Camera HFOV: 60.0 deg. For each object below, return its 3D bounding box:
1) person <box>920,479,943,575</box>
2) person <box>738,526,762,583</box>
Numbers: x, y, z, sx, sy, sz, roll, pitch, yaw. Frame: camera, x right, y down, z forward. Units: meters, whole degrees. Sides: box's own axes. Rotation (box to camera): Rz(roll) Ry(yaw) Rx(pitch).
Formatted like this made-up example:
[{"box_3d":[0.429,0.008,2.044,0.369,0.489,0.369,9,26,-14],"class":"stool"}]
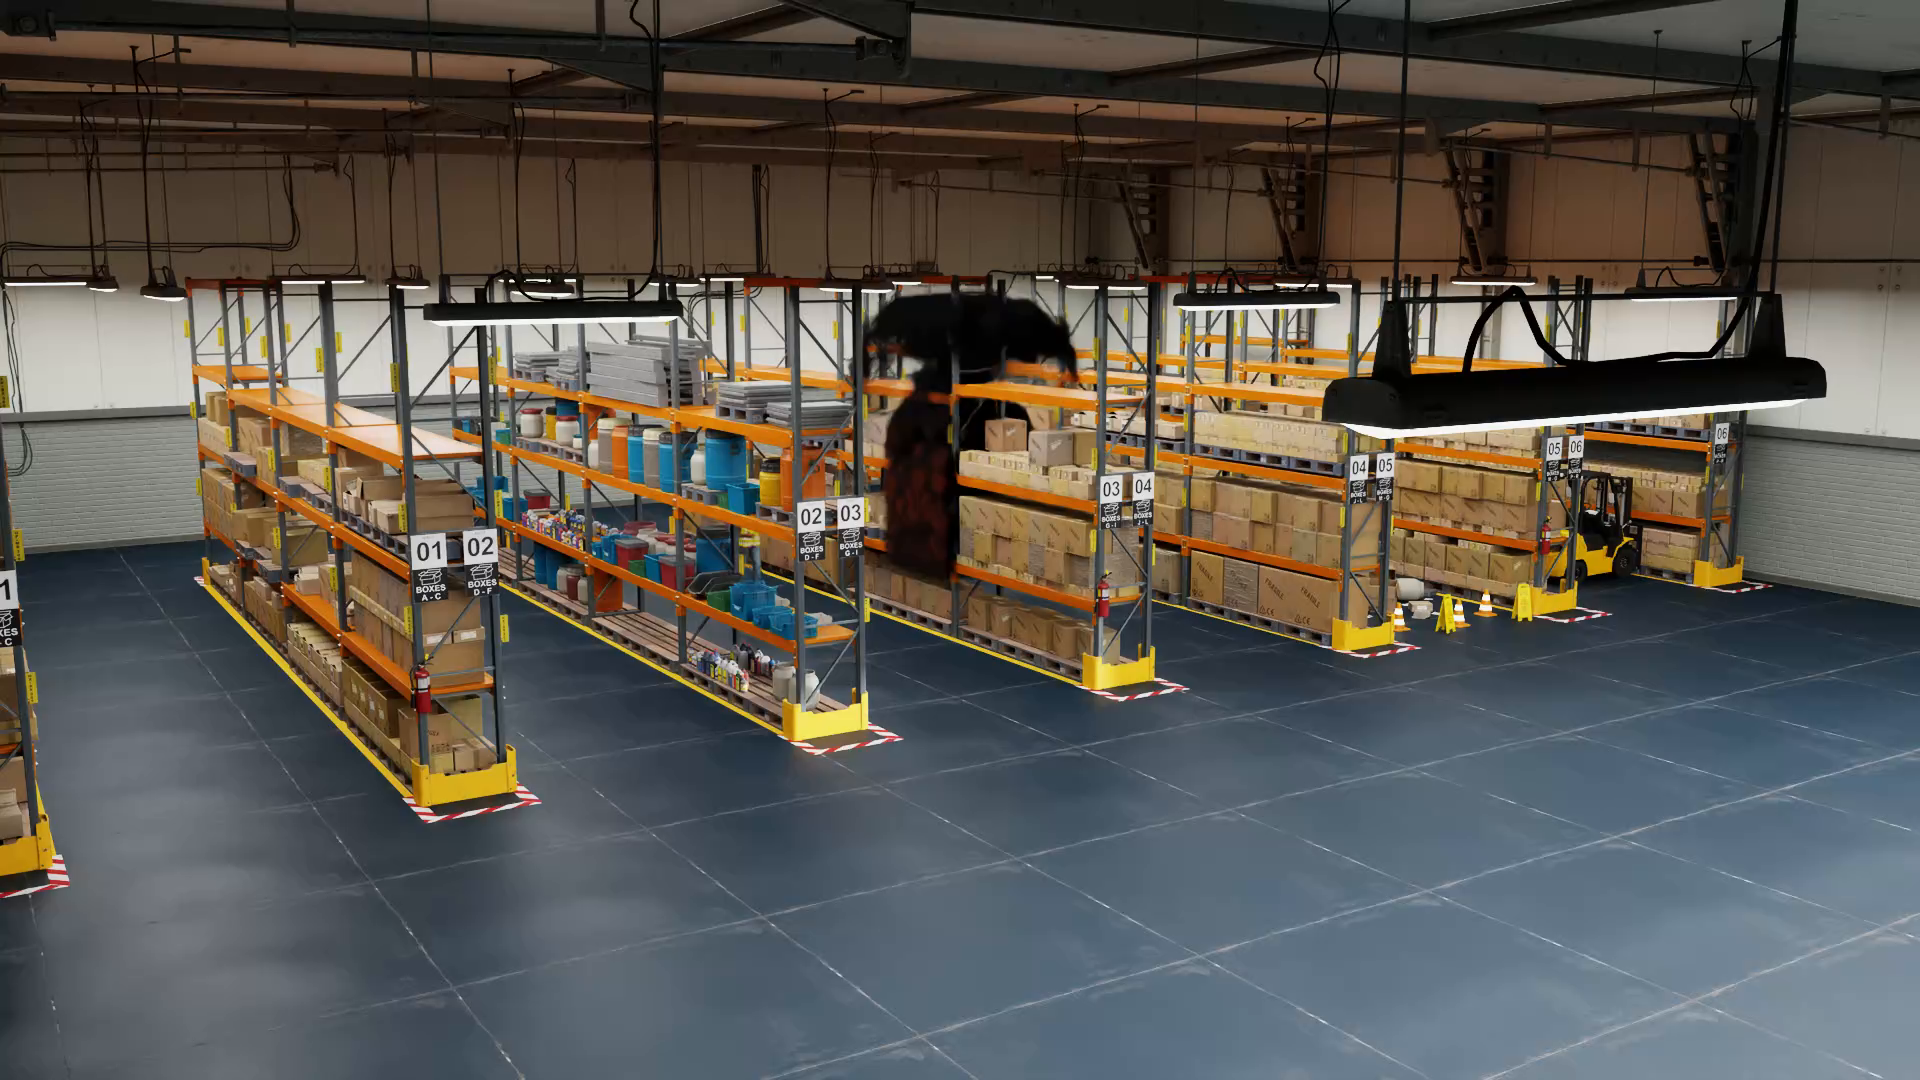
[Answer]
[{"box_3d":[-0.431,-0.261,32.595,0.682,1.896,0.769,-6,11,-33],"class":"person"},{"box_3d":[-3.837,0.132,30.109,0.640,1.812,0.837,-7,12,-36],"class":"person"}]
